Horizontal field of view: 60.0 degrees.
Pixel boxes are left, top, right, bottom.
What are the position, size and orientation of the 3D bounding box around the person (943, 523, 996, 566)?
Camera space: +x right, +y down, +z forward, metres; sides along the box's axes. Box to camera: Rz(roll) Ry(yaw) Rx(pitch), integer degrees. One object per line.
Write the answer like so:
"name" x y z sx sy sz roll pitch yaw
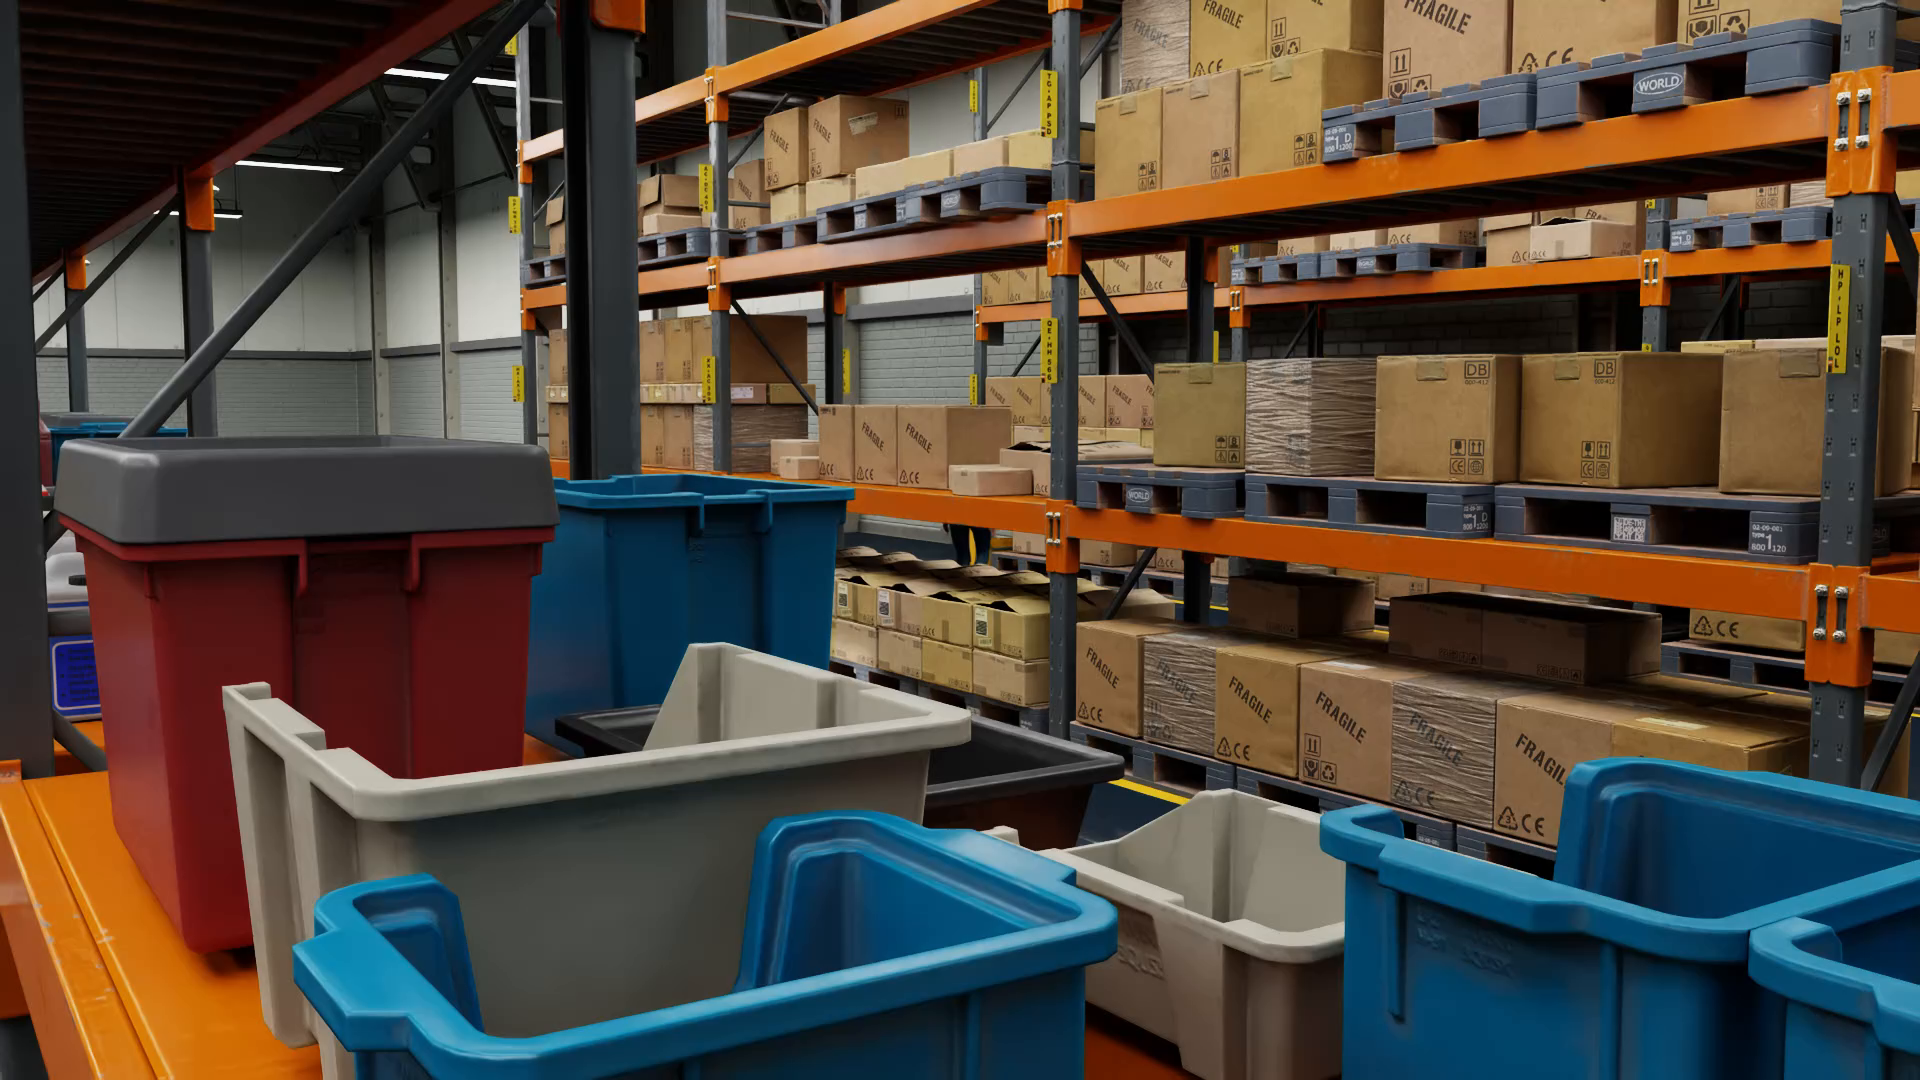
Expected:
"person" 0.070 -0.160 14.062 0.466 1.610 0.412 0 5 -1
